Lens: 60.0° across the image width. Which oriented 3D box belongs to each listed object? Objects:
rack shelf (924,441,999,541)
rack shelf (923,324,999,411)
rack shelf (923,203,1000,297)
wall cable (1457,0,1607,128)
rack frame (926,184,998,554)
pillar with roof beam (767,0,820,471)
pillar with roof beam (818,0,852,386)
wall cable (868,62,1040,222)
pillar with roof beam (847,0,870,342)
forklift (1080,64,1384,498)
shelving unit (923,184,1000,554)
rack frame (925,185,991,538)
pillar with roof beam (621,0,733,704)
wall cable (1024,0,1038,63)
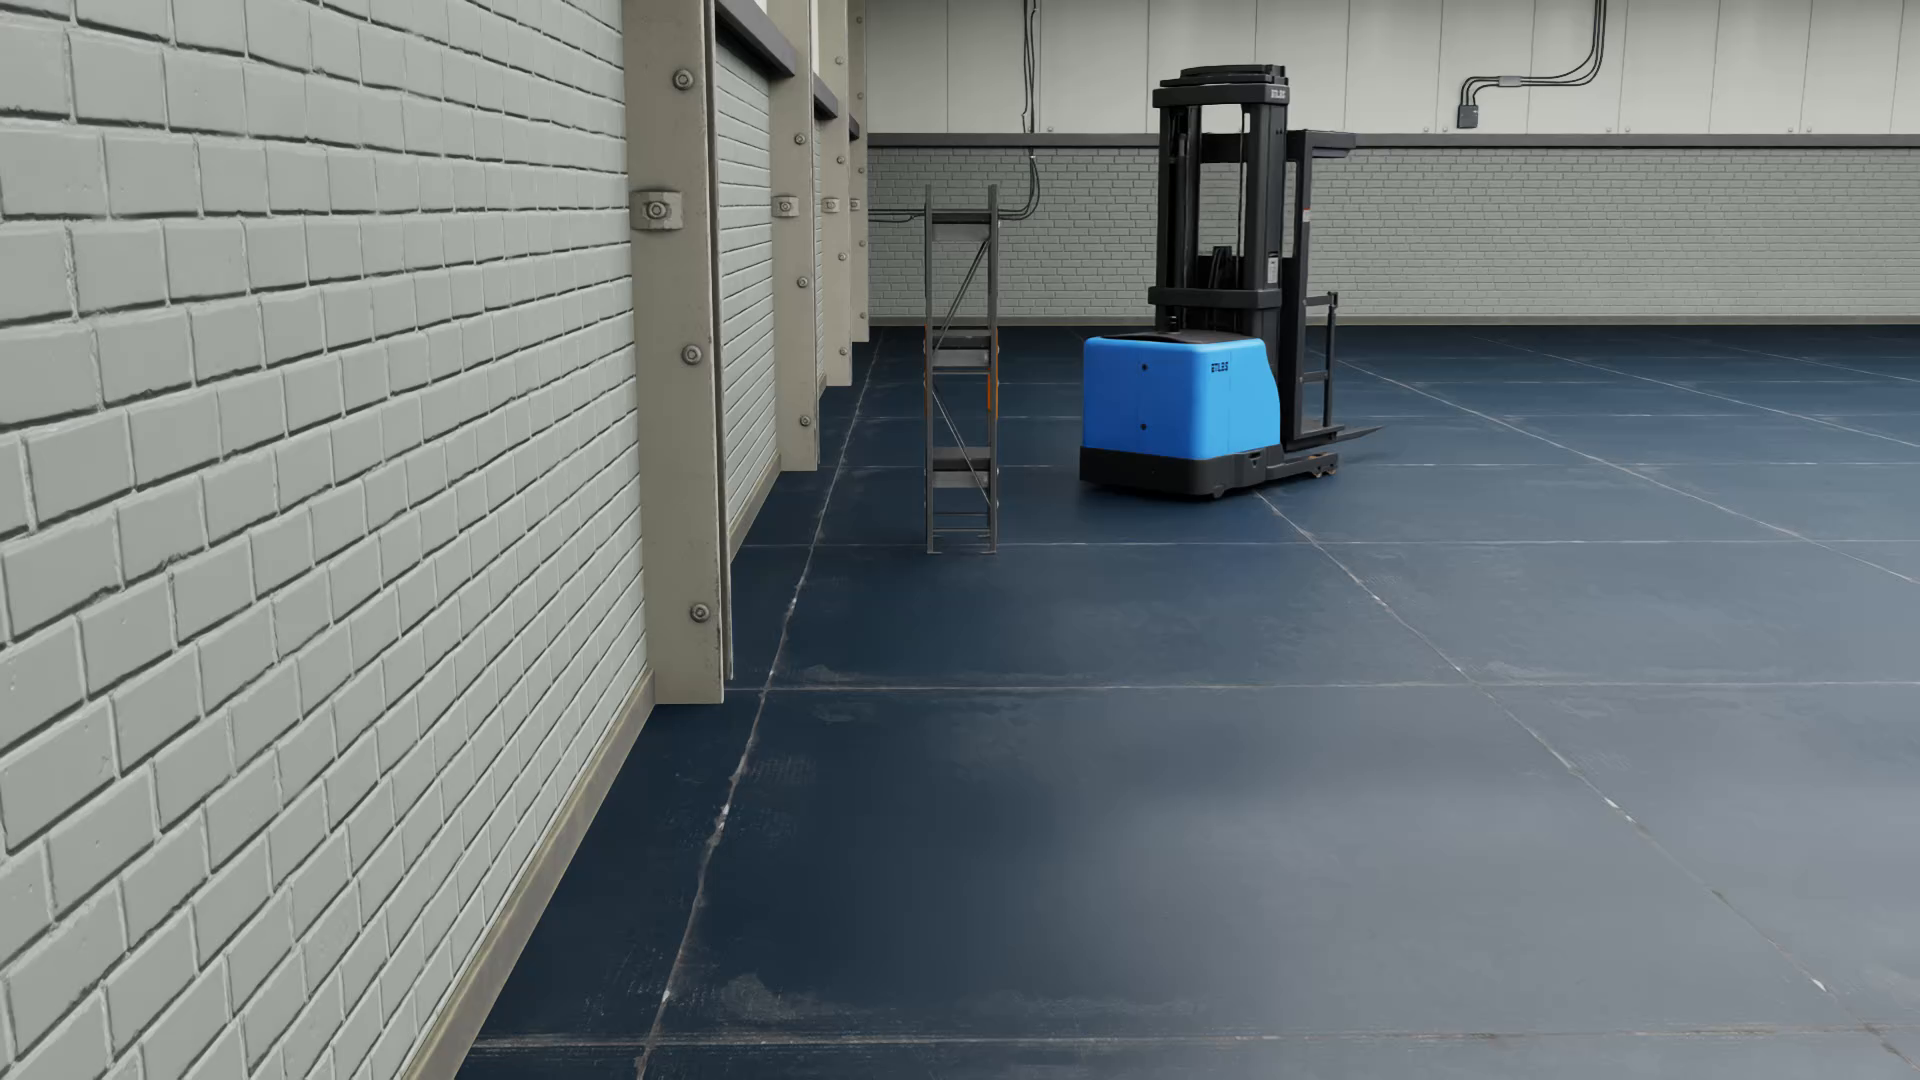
[{"bbox_3d":[0.003,-0.297,9.830,0.431,0.518,0.480,0,11,-1],"label":"rack shelf"},{"bbox_3d":[0.003,-0.983,9.691,0.431,0.518,0.480,0,11,-1],"label":"rack shelf"},{"bbox_3d":[0.003,-1.669,9.552,0.431,0.518,0.480,0,11,-1],"label":"rack shelf"},{"bbox_3d":[9.254,-9.655,26.461,2.305,6.003,0.169,0,11,-1],"label":"wall cable"},{"bbox_3d":[0.008,-0.948,9.449,0.400,2.100,0.015,0,11,-1],"label":"rack frame"},{"bbox_3d":[3.053,-4.993,12.039,9.100,9.000,0.400,0,11,-1],"label":"pillar with roof beam"},{"bbox_3d":[2.929,-6.186,17.918,9.100,9.000,0.400,0,11,-1],"label":"pillar with roof beam"},{"bbox_3d":[-0.238,-6.430,26.931,3.097,2.526,0.112,0,11,-1],"label":"wall cable"},{"bbox_3d":[2.805,-7.379,23.797,9.100,9.000,0.400,0,11,-1],"label":"pillar with roof beam"},{"bbox_3d":[2.194,-1.954,12.321,1.130,2.935,3.031,10,15,40],"label":"forklift"},{"bbox_3d":[0.003,-0.996,9.688,0.431,2.100,0.503,0,11,-1],"label":"shelving unit"},{"bbox_3d":[-0.002,-1.045,9.927,0.400,2.100,0.015,0,11,-1],"label":"rack frame"},{"bbox_3d":[3.177,-3.801,6.160,9.100,9.000,0.400,0,11,-1],"label":"pillar with roof beam"},{"bbox_3d":[2.467,-8.916,26.484,3.097,2.526,0.112,0,11,-1],"label":"wall cable"}]
